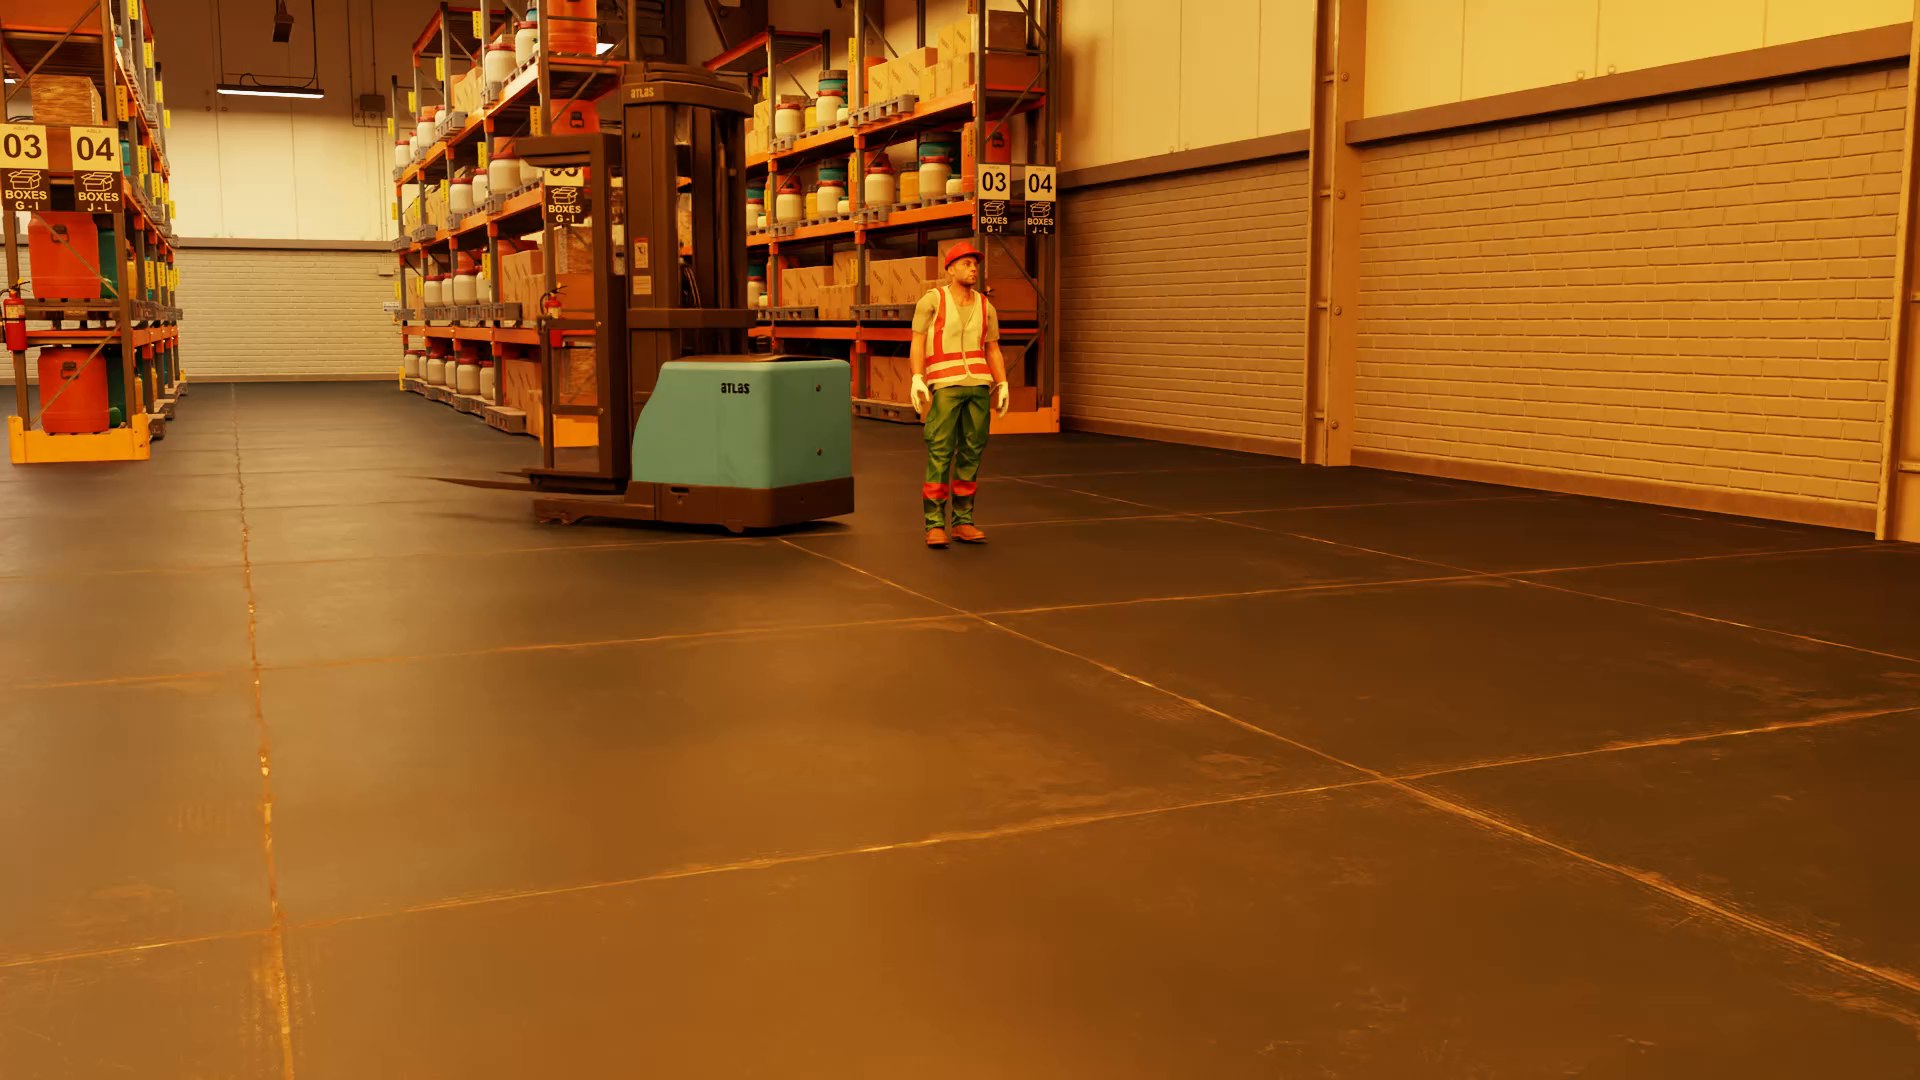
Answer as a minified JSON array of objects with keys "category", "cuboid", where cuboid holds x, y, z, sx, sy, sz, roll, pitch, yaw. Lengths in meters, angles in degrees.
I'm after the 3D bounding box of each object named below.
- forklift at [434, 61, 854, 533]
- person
[{"category":"forklift","cuboid":[-2.236,-1.608,11.138,3.031,2.935,1.130,4,9,29]},{"category":"person","cuboid":[0.020,-0.884,9.958,0.638,1.788,0.563,-3,8,-23]}]
